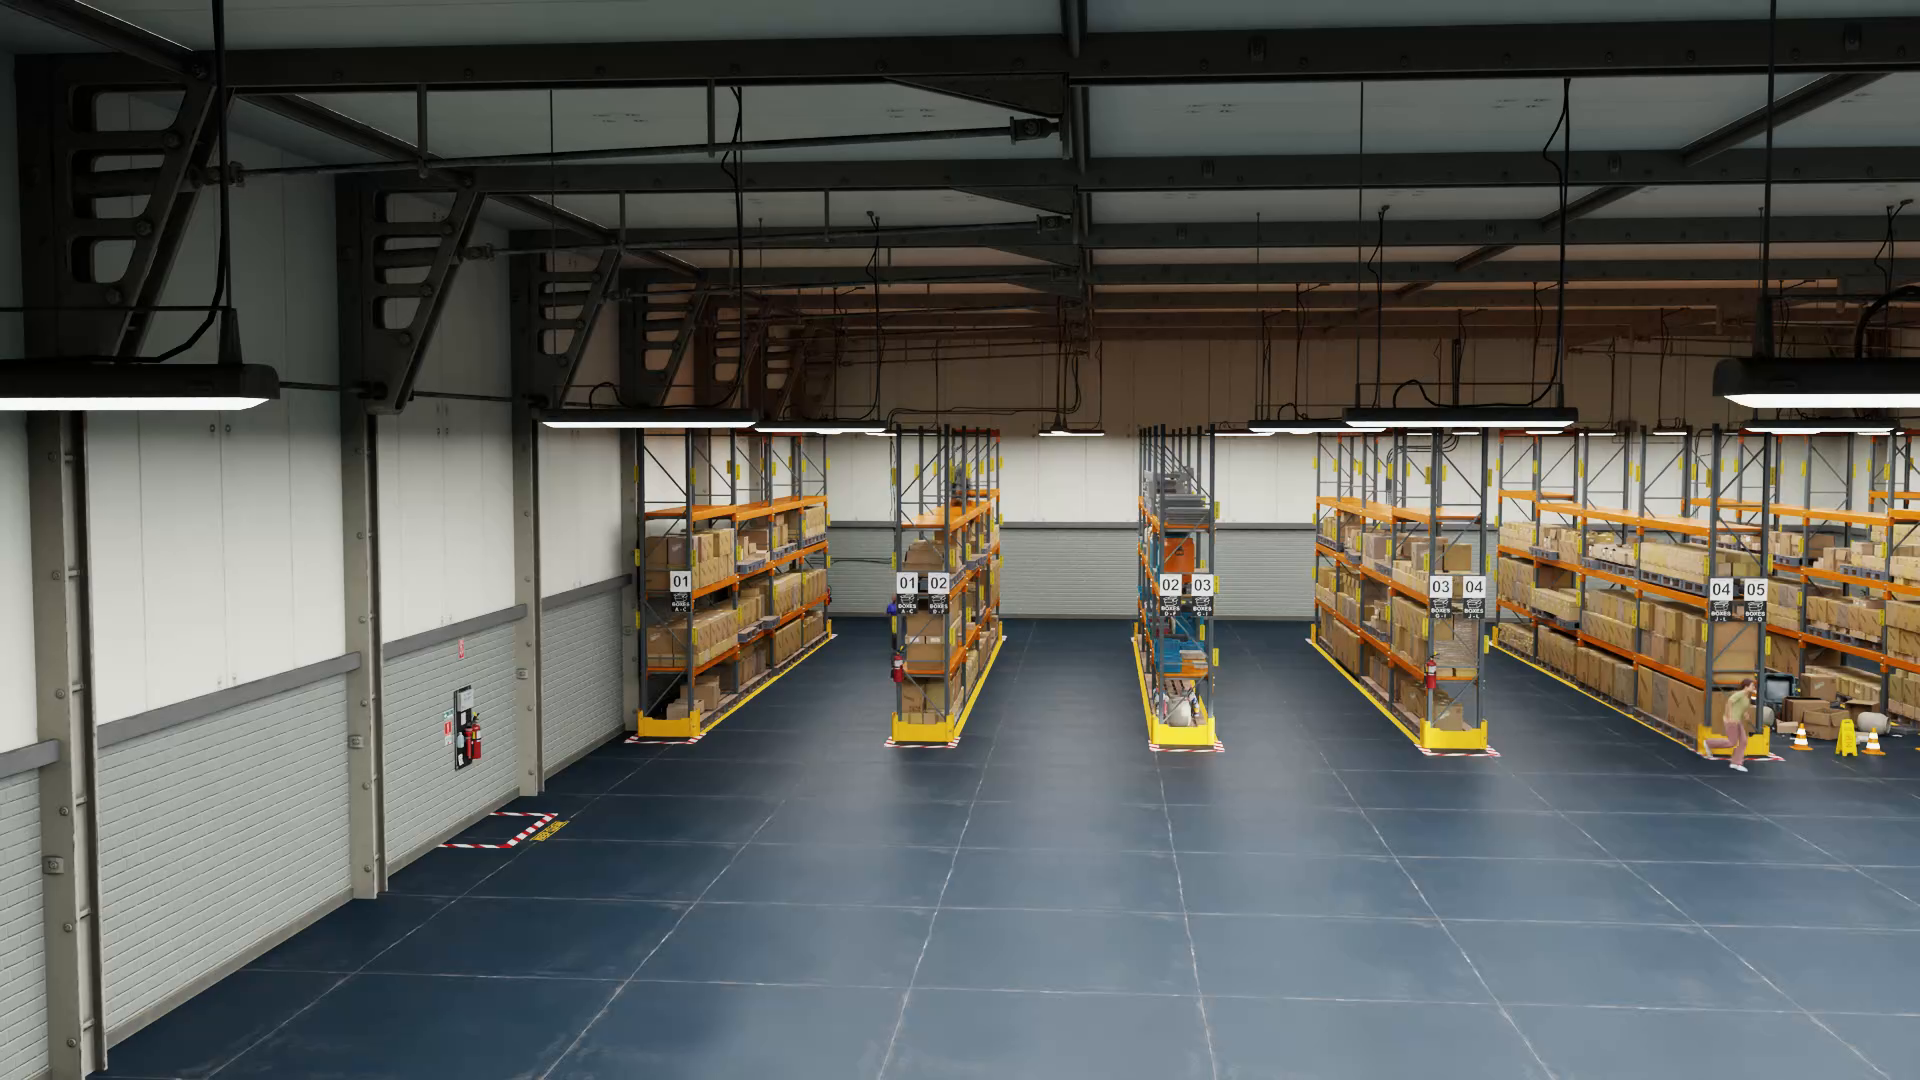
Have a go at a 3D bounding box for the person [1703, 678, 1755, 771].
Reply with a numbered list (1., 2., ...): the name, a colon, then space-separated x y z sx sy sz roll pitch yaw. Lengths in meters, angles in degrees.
1. person: 13.380 3.184 28.934 0.820 1.613 0.579 2 4 35

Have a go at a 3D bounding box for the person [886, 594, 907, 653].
1. person: -1.663 2.233 44.067 0.593 1.598 0.763 0 3 3
